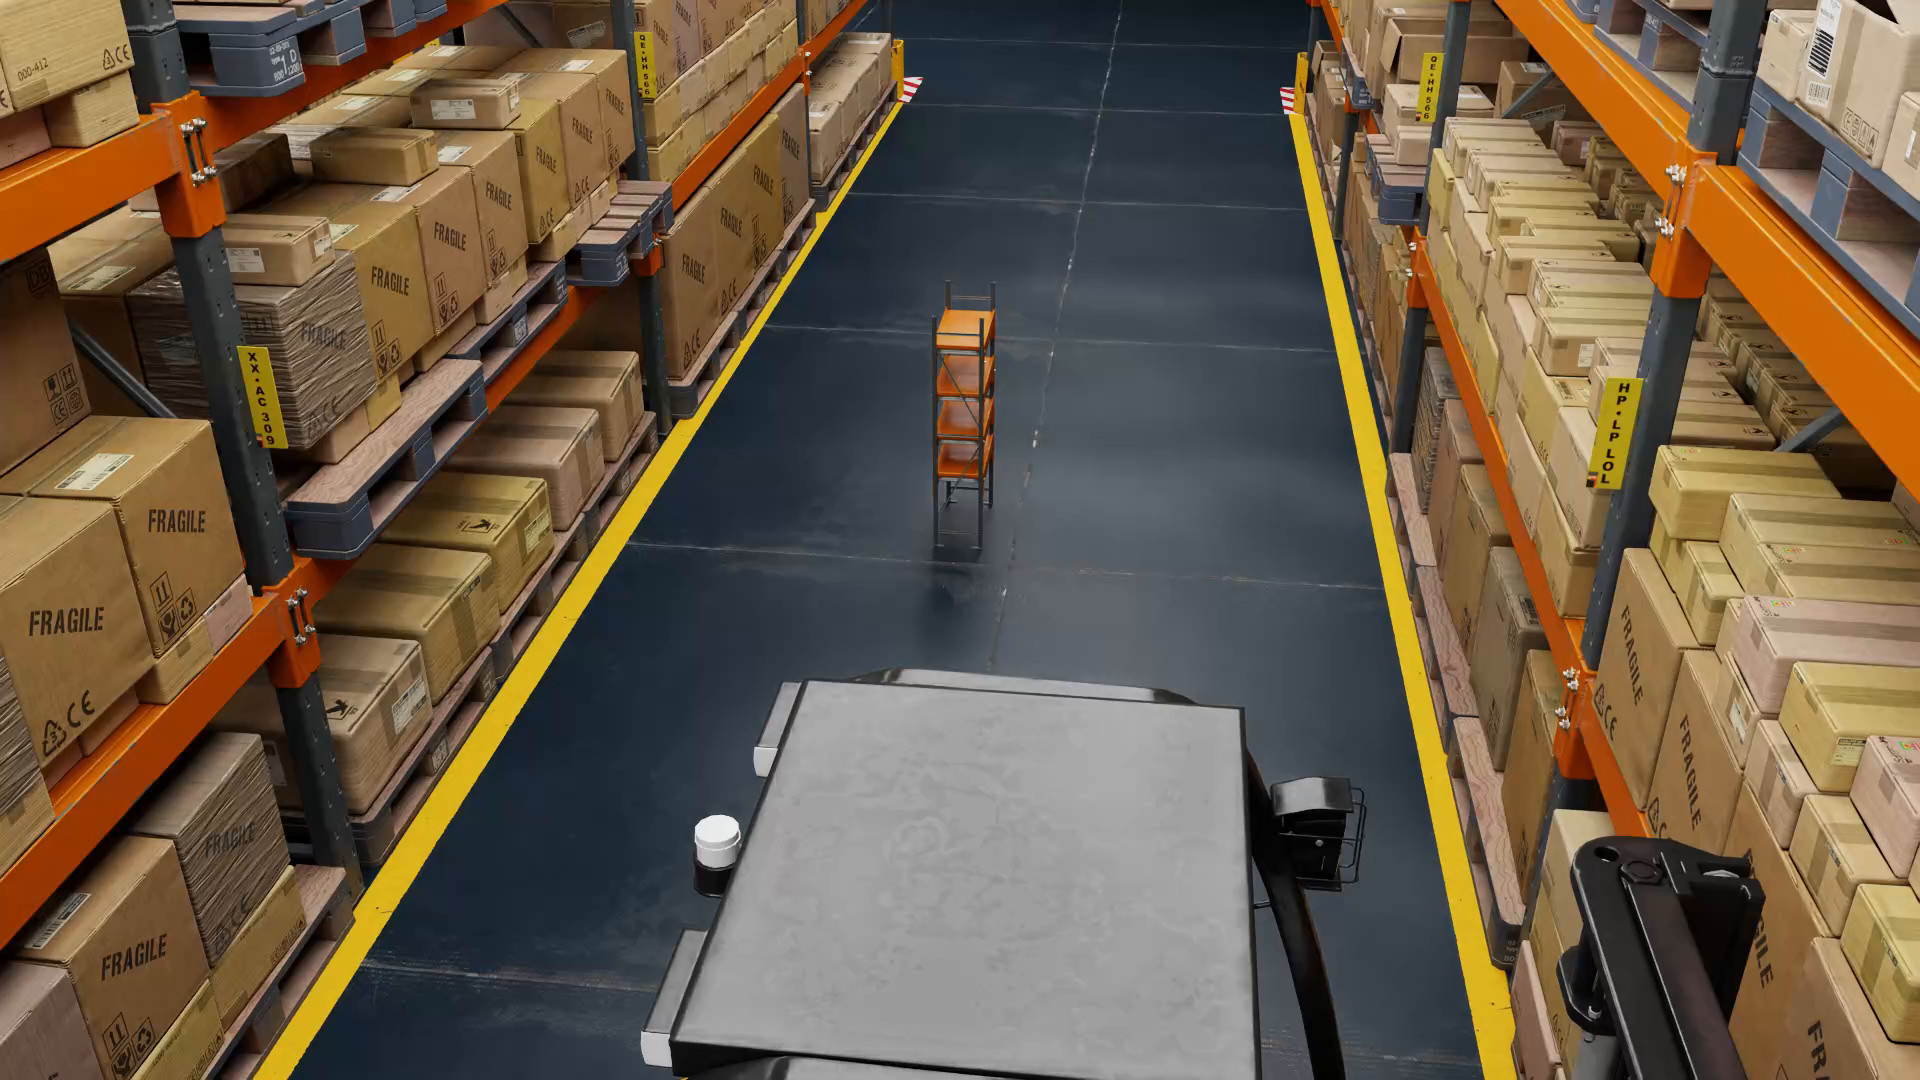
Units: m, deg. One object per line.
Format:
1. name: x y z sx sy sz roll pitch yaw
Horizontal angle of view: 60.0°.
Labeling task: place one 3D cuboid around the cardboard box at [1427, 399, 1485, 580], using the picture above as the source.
1. cardboard box: 2.632 -0.205 7.528 0.875 0.625 0.625 4 29 8

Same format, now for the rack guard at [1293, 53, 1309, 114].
1. rack guard: 3.766 -4.296 15.696 1.175 0.500 0.348 3 28 6

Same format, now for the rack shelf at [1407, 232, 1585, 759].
1. rack shelf: 2.550 -0.408 6.603 1.077 0.370 4.000 3 28 6

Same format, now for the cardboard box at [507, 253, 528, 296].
1. cardboard box: -2.050 -1.125 6.998 0.380 0.149 0.250 2 28 5

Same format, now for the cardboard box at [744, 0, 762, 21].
1. cardboard box: -1.585 -3.614 10.635 0.500 0.500 0.500 4 29 8

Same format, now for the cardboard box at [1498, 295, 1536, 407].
1. cardboard box: 2.235 -0.666 5.955 0.500 0.250 0.500 4 29 7

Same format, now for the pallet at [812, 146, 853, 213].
1. pallet: -1.471 -2.962 13.525 1.003 0.211 1.213 3 28 6

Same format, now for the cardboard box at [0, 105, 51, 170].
1. cardboard box: -2.476 -1.000 4.046 0.380 0.149 0.250 4 29 7

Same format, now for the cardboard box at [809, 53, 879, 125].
1. cardboard box: -1.237 -4.028 14.822 0.875 0.438 0.875 4 29 8

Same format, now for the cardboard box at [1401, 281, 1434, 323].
1. cardboard box: 2.604 -1.283 8.978 0.380 0.149 0.250 2 28 4

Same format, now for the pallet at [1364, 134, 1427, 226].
1. pallet: 2.808 -1.905 8.825 1.213 0.211 1.003 3 28 6

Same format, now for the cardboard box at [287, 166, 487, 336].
1. cardboard box: -2.145 -1.102 6.270 0.500 0.500 0.500 3 28 6

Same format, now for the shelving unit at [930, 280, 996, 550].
1. shelving unit: 0.020 -0.606 8.110 0.258 1.200 0.503 3 28 6

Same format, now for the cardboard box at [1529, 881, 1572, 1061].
1. cardboard box: 1.939 1.232 4.730 0.500 0.250 0.500 3 28 6

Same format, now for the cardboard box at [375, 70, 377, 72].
1. cardboard box: -5.934 -4.629 16.242 0.380 0.149 0.250 4 29 7

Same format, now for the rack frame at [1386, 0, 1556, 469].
1. rack frame: 2.795 -1.666 8.180 1.000 3.000 0.127 3 28 6

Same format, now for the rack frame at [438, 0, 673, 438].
1. rack frame: -2.132 -1.953 8.712 1.000 3.000 0.127 3 28 6

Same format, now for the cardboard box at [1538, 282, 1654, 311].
1. cardboard box: 2.217 -0.772 5.732 0.380 0.149 0.250 3 28 5

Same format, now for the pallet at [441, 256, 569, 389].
1. pallet: -2.334 -0.934 7.024 1.003 0.211 1.213 3 28 6

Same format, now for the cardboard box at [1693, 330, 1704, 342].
1. cardboard box: 2.767 -0.638 5.903 0.500 0.250 0.500 3 28 5

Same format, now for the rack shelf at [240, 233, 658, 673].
1. rack shelf: -2.377 -0.695 7.135 1.077 0.370 4.000 3 28 6

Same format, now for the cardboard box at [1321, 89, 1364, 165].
1. cardboard box: 3.335 -3.345 13.489 0.700 0.500 0.500 2 28 4

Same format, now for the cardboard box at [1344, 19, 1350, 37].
1. cardboard box: 3.091 -3.851 12.500 0.380 0.149 0.250 4 29 8

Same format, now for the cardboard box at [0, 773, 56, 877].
1. cardboard box: -2.480 0.688 4.075 0.380 0.149 0.250 3 28 5

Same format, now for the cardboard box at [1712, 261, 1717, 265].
1. cardboard box: 2.794 -0.981 6.119 0.380 0.149 0.250 4 29 7

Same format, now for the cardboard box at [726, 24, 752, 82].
1. cardboard box: -1.612 -3.046 10.373 0.500 0.250 0.500 4 29 7

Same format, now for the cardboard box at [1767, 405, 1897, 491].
1. cardboard box: 2.561 -0.266 4.792 0.380 0.149 0.250 3 28 5

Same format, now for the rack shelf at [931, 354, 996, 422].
1. rack shelf: 0.020 -0.744 8.036 0.258 0.148 0.480 3 28 6

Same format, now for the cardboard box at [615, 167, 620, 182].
1. cardboard box: -1.939 -1.859 8.360 0.380 0.149 0.250 4 29 8

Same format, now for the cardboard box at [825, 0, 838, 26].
1. cardboard box: -1.259 -4.322 13.005 0.500 0.500 0.500 4 29 7

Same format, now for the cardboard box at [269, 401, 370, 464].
1. cardboard box: -2.241 -0.386 5.626 0.380 0.149 0.250 4 29 7

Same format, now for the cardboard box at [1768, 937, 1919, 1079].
1. cardboard box: 1.800 1.086 2.965 0.500 0.500 0.500 4 29 7

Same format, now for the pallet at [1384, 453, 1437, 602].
1. pallet: 2.655 -0.053 8.126 1.003 0.211 1.213 3 28 6

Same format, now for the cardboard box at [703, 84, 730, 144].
1. cardboard box: -1.707 -2.592 10.057 0.500 0.250 0.500 4 29 8

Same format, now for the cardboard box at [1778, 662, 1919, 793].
1. cardboard box: 1.868 0.377 3.285 0.380 0.149 0.250 3 28 5

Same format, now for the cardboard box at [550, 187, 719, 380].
1. cardboard box: -1.965 -1.523 9.711 0.875 0.875 0.875 3 28 6

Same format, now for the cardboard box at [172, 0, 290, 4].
1. cardboard box: -2.153 -1.761 4.909 0.500 0.250 0.500 3 28 5

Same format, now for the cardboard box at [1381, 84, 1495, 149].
1. cardboard box: 2.603 -2.300 9.073 0.500 0.250 0.500 2 28 4

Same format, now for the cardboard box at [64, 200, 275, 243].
1. cardboard box: -2.734 -0.894 5.885 0.500 0.500 0.500 4 29 6

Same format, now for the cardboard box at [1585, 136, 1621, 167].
1. cardboard box: 3.035 -1.701 7.456 0.380 0.149 0.250 4 29 8

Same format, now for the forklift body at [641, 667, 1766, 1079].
1. forklift body: 0.236 1.475 3.245 2.313 2.155 1.214 3 28 6

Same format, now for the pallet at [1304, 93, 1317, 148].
1. pallet: 3.669 -3.793 15.068 1.003 0.211 1.213 3 28 6

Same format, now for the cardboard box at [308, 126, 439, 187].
1. cardboard box: -2.183 -1.434 6.203 0.380 0.149 0.250 5 29 9

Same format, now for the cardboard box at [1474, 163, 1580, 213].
1. cardboard box: 2.406 -1.491 7.065 0.380 0.149 0.250 4 29 7

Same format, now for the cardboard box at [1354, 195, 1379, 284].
1. cardboard box: 2.881 -1.933 10.868 0.500 0.500 0.500 3 28 5

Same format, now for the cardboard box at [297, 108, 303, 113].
1. cardboard box: -6.129 -3.900 14.889 0.380 0.149 0.250 4 29 8

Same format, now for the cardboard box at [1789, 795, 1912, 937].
1. cardboard box: 1.819 0.623 3.142 0.380 0.149 0.250 2 28 5

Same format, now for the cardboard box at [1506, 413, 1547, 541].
1. cardboard box: 2.163 -0.207 5.629 0.500 0.250 0.500 3 28 6

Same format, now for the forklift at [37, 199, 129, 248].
1. forklift: -4.581 -1.821 8.539 1.130 2.935 3.031 4 29 7

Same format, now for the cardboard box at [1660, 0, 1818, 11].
1. cardboard box: 2.151 -1.648 4.530 0.500 0.311 0.500 2 28 5
